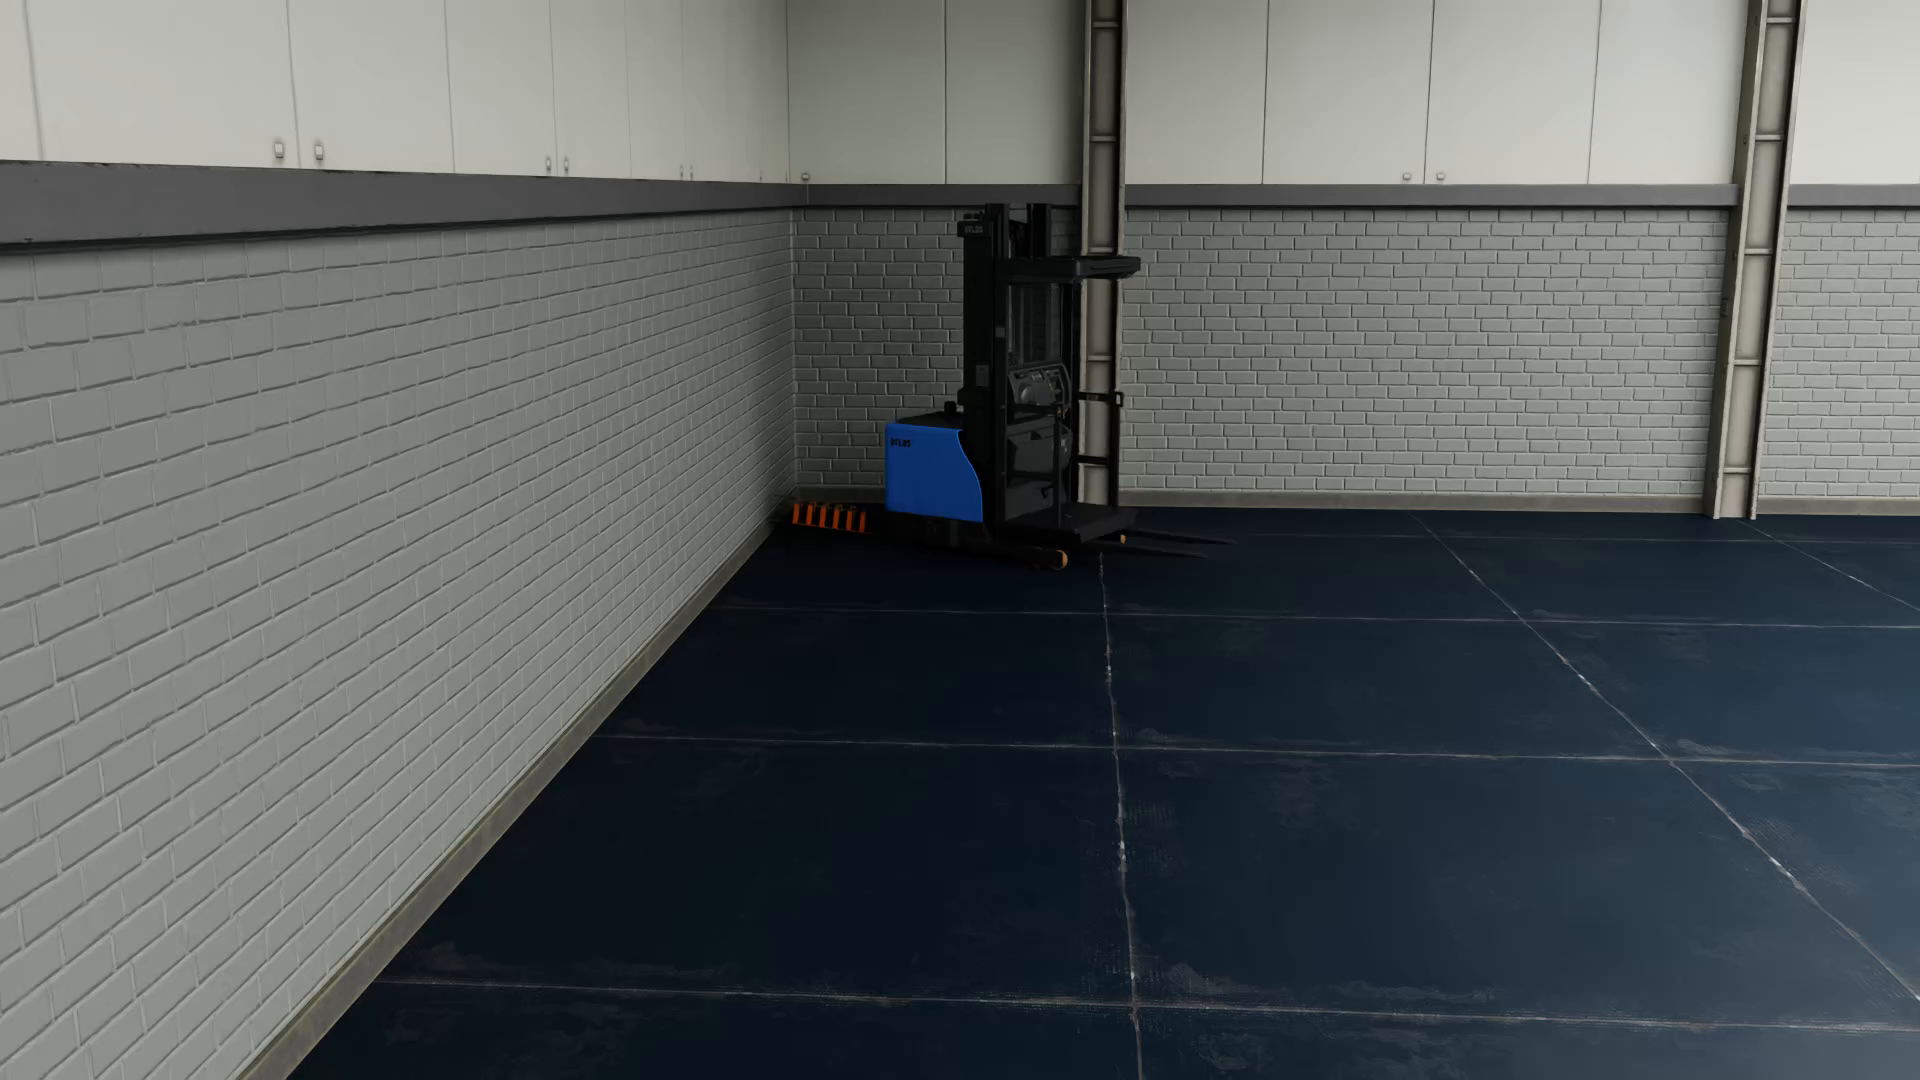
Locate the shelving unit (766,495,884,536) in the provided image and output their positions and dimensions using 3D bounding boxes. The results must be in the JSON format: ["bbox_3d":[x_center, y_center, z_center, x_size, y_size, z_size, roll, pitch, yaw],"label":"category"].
[{"bbox_3d":[-1.122,-0.216,14.948,1.200,0.189,0.258,8,12,2],"label":"shelving unit"}]

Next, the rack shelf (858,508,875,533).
[{"bbox_3d":[-0.840,-0.178,14.938,0.103,0.180,0.258,8,12,2],"label":"rack shelf"}]

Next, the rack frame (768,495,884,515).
[{"bbox_3d":[-1.111,-0.305,14.928,1.200,0.006,0.240,8,12,2],"label":"rack frame"}]

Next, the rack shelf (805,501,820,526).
[{"bbox_3d":[-1.316,-0.242,14.954,0.103,0.180,0.258,8,12,2],"label":"rack shelf"}]

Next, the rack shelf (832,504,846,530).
[{"bbox_3d":[-1.078,-0.210,14.946,0.103,0.180,0.258,8,12,2],"label":"rack shelf"}]

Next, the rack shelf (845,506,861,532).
[{"bbox_3d":[-0.959,-0.194,14.942,0.103,0.180,0.258,8,12,2],"label":"rack shelf"}]

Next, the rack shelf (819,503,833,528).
[{"bbox_3d":[-1.197,-0.226,14.950,0.103,0.180,0.258,8,12,2],"label":"rack shelf"}]

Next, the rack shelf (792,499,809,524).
[{"bbox_3d":[-1.435,-0.259,14.958,0.103,0.180,0.258,8,12,2],"label":"rack shelf"}]

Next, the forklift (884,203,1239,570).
[{"bbox_3d":[0.842,-1.312,13.883,3.031,2.935,1.130,8,14,33],"label":"forklift"}]

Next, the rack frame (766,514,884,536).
[{"bbox_3d":[-1.134,-0.127,14.967,1.200,0.006,0.240,8,12,2],"label":"rack frame"}]

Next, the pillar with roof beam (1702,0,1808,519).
[{"bbox_3d":[7.045,-3.755,10.742,0.400,9.000,9.100,1,12,4],"label":"pillar with roof beam"}]

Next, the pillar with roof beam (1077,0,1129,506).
[{"bbox_3d":[1.058,-3.837,11.134,0.400,9.000,9.100,1,12,4],"label":"pillar with roof beam"}]
